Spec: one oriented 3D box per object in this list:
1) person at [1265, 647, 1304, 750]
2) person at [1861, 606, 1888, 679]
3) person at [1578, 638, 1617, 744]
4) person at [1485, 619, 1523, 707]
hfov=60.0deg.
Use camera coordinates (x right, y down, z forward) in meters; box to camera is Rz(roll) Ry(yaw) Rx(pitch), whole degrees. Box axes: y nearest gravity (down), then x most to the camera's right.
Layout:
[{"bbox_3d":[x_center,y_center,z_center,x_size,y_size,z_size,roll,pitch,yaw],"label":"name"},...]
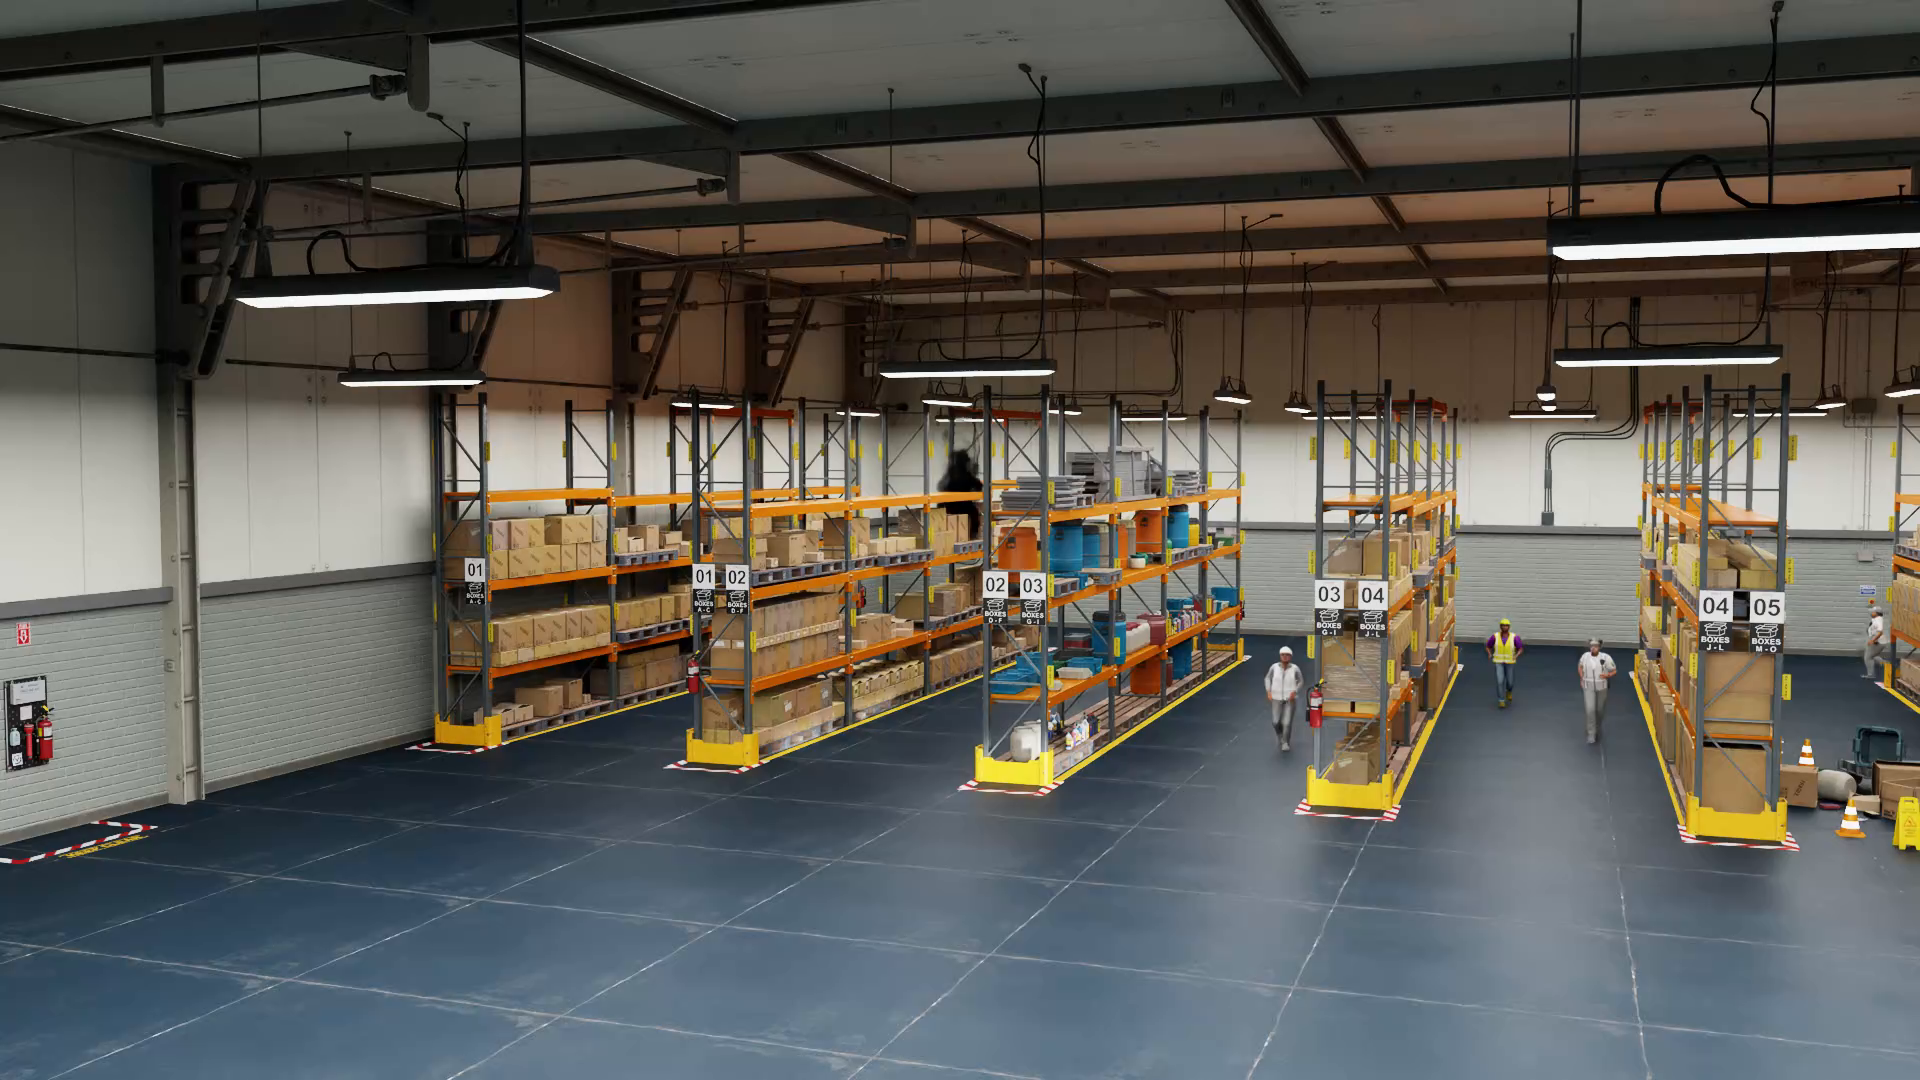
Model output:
[{"bbox_3d":[5.420,2.653,27.845,0.666,1.735,0.515,1,3,18],"label":"person"},{"bbox_3d":[20.146,2.259,36.469,0.626,1.613,0.689,2,3,27],"label":"person"},{"bbox_3d":[11.048,2.584,28.858,0.647,1.798,0.891,1,3,23],"label":"person"},{"bbox_3d":[10.666,2.405,32.615,0.704,1.723,0.696,1,3,19],"label":"person"}]
